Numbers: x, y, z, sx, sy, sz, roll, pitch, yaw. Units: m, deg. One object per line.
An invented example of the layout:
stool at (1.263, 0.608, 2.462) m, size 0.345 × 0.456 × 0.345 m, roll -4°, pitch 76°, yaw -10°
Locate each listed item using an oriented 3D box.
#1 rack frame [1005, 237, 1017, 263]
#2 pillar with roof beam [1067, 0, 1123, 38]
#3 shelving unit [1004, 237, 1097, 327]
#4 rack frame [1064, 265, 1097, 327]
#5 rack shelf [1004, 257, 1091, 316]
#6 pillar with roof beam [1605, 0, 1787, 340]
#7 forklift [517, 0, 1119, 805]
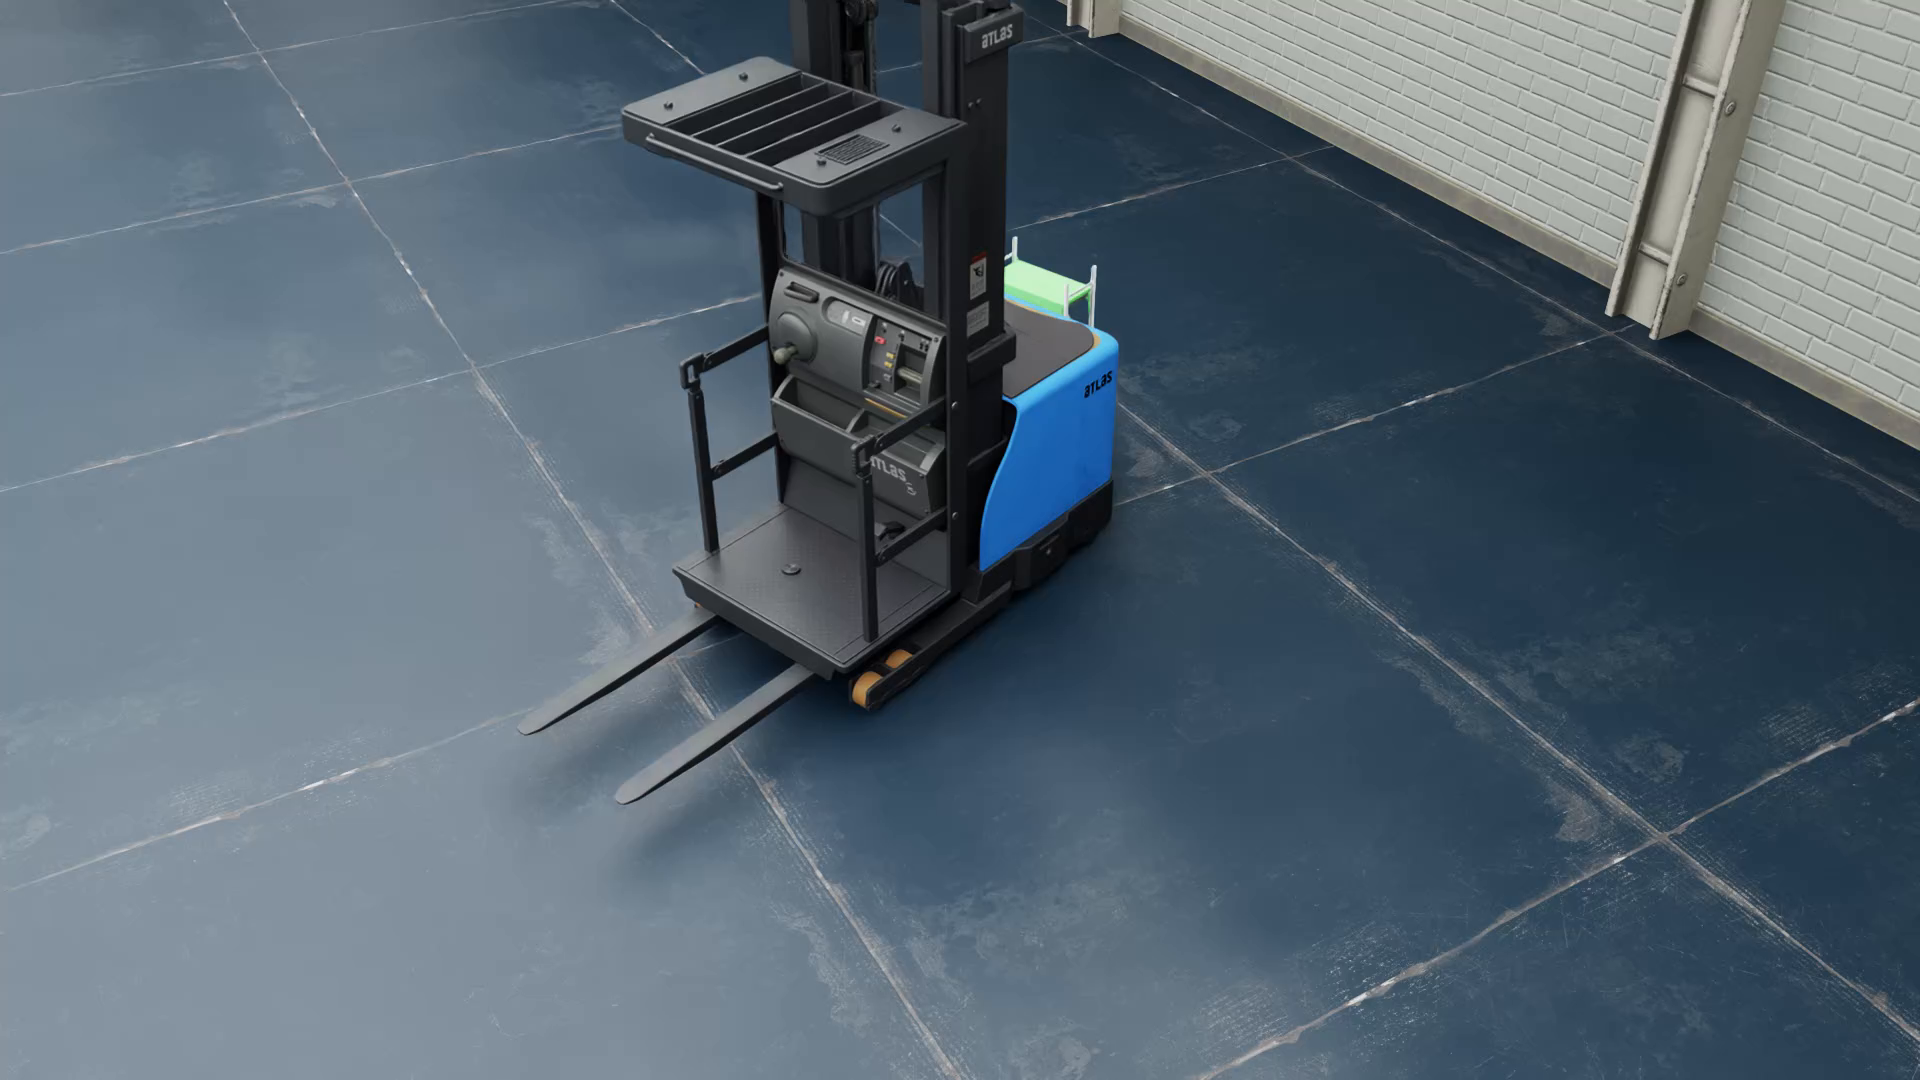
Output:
rack frame at (0.204, -0.971, 8.562) m, size 0.015 × 1.200 × 0.240 m, roll 26°, pitch 44°, yaw 31°
pillar with roof beam at (-2.573, -6.749, 9.861) m, size 9.100 × 9.000 × 0.400 m, roll -19°, pitch 40°, yaw -24°
shelving unit at (0.391, -0.879, 8.436) m, size 0.503 × 1.200 × 0.258 m, roll 26°, pitch 44°, yaw 31°
rack frame at (0.578, -0.786, 8.309) m, size 0.015 × 1.200 × 0.240 m, roll 26°, pitch 44°, yaw 31°
rack shelf at (0.391, -1.215, 8.190) m, size 0.480 × 0.148 × 0.258 m, roll 26°, pitch 44°, yaw 31°
pillar with roof beam at (0.441, -3.689, 5.671) m, size 9.100 × 9.000 × 0.400 m, roll -19°, pitch 40°, yaw -24°
forklift at (-0.583, -0.781, 6.835) m, size 1.130 × 2.935 × 3.031 m, roll 27°, pitch 44°, yaw 32°
